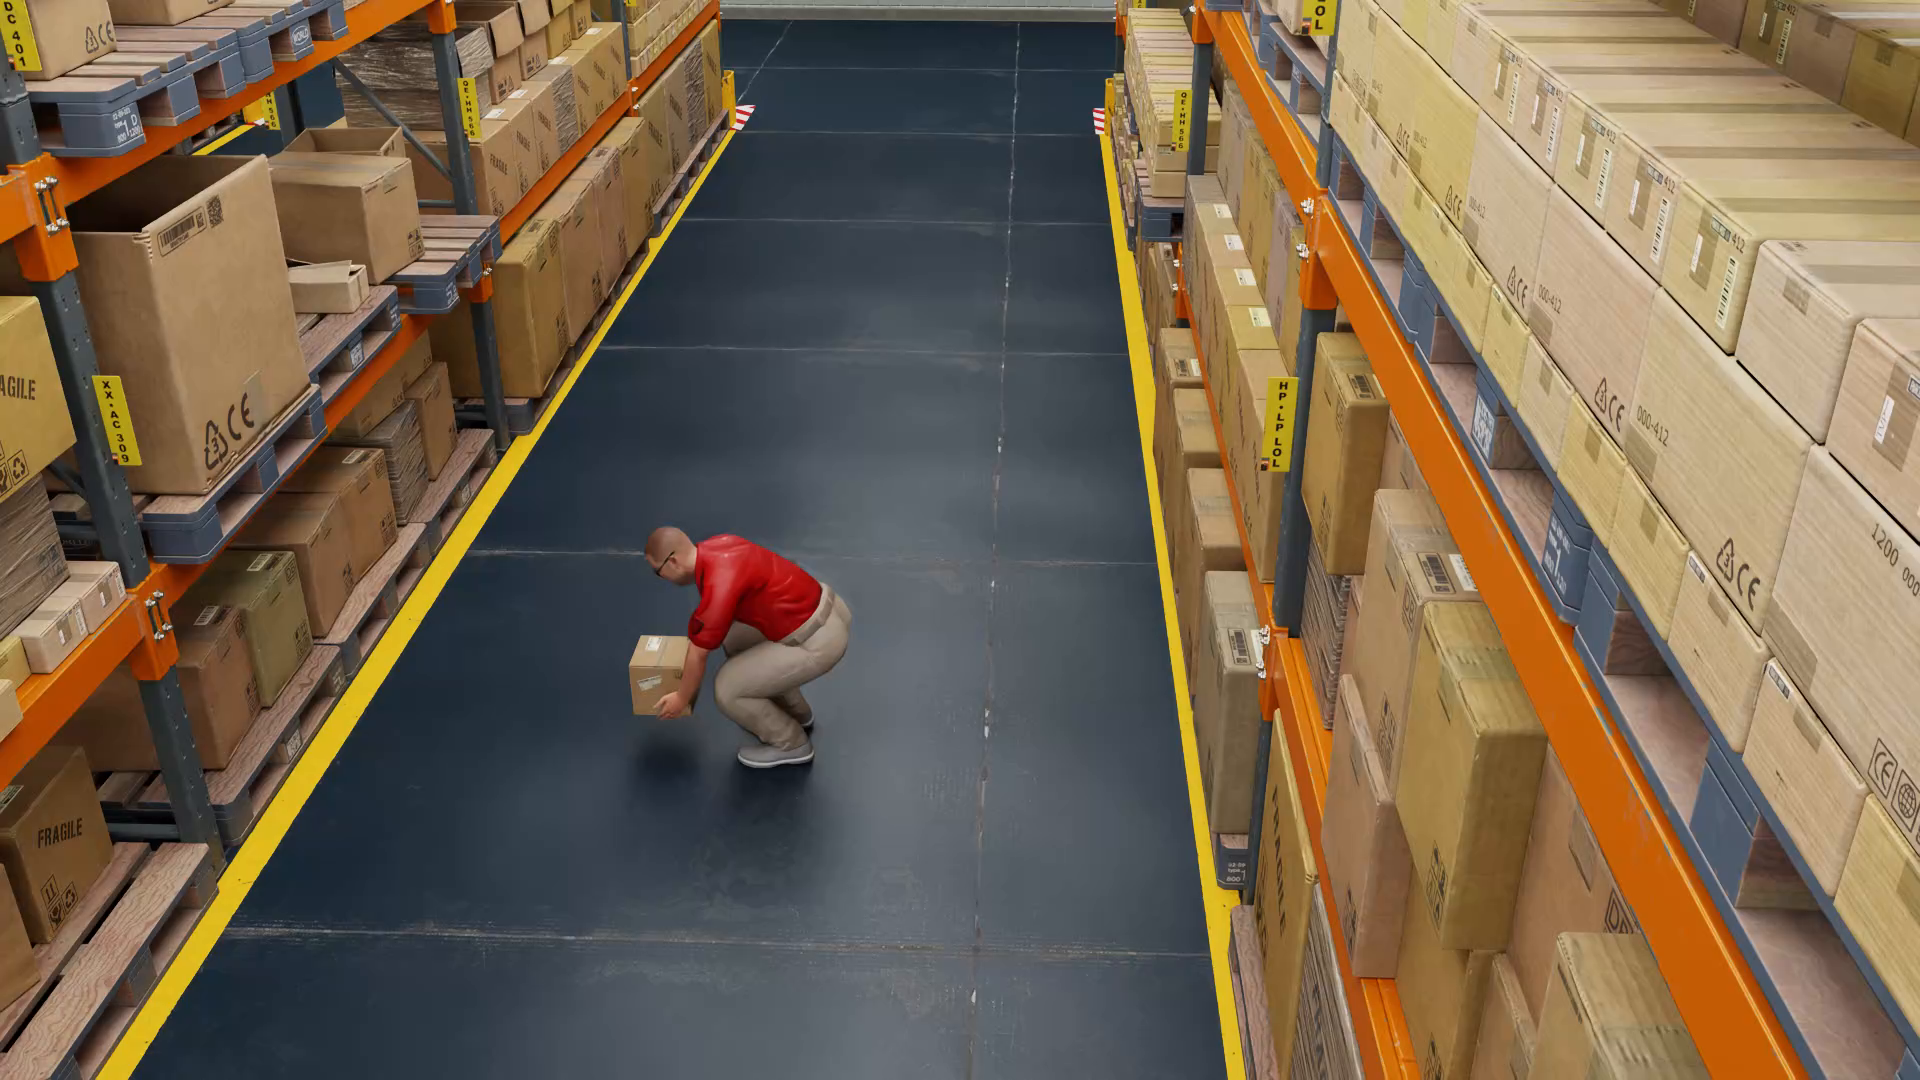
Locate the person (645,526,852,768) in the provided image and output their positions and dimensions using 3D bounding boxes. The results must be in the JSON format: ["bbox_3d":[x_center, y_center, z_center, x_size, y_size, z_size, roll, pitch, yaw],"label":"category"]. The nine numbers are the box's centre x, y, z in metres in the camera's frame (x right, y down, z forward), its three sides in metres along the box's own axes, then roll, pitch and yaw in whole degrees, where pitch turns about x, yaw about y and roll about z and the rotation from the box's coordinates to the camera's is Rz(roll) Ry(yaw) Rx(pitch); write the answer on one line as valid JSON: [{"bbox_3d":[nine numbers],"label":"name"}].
[{"bbox_3d":[-0.886,0.424,7.031,0.844,1.085,0.568,1,28,2],"label":"person"}]
